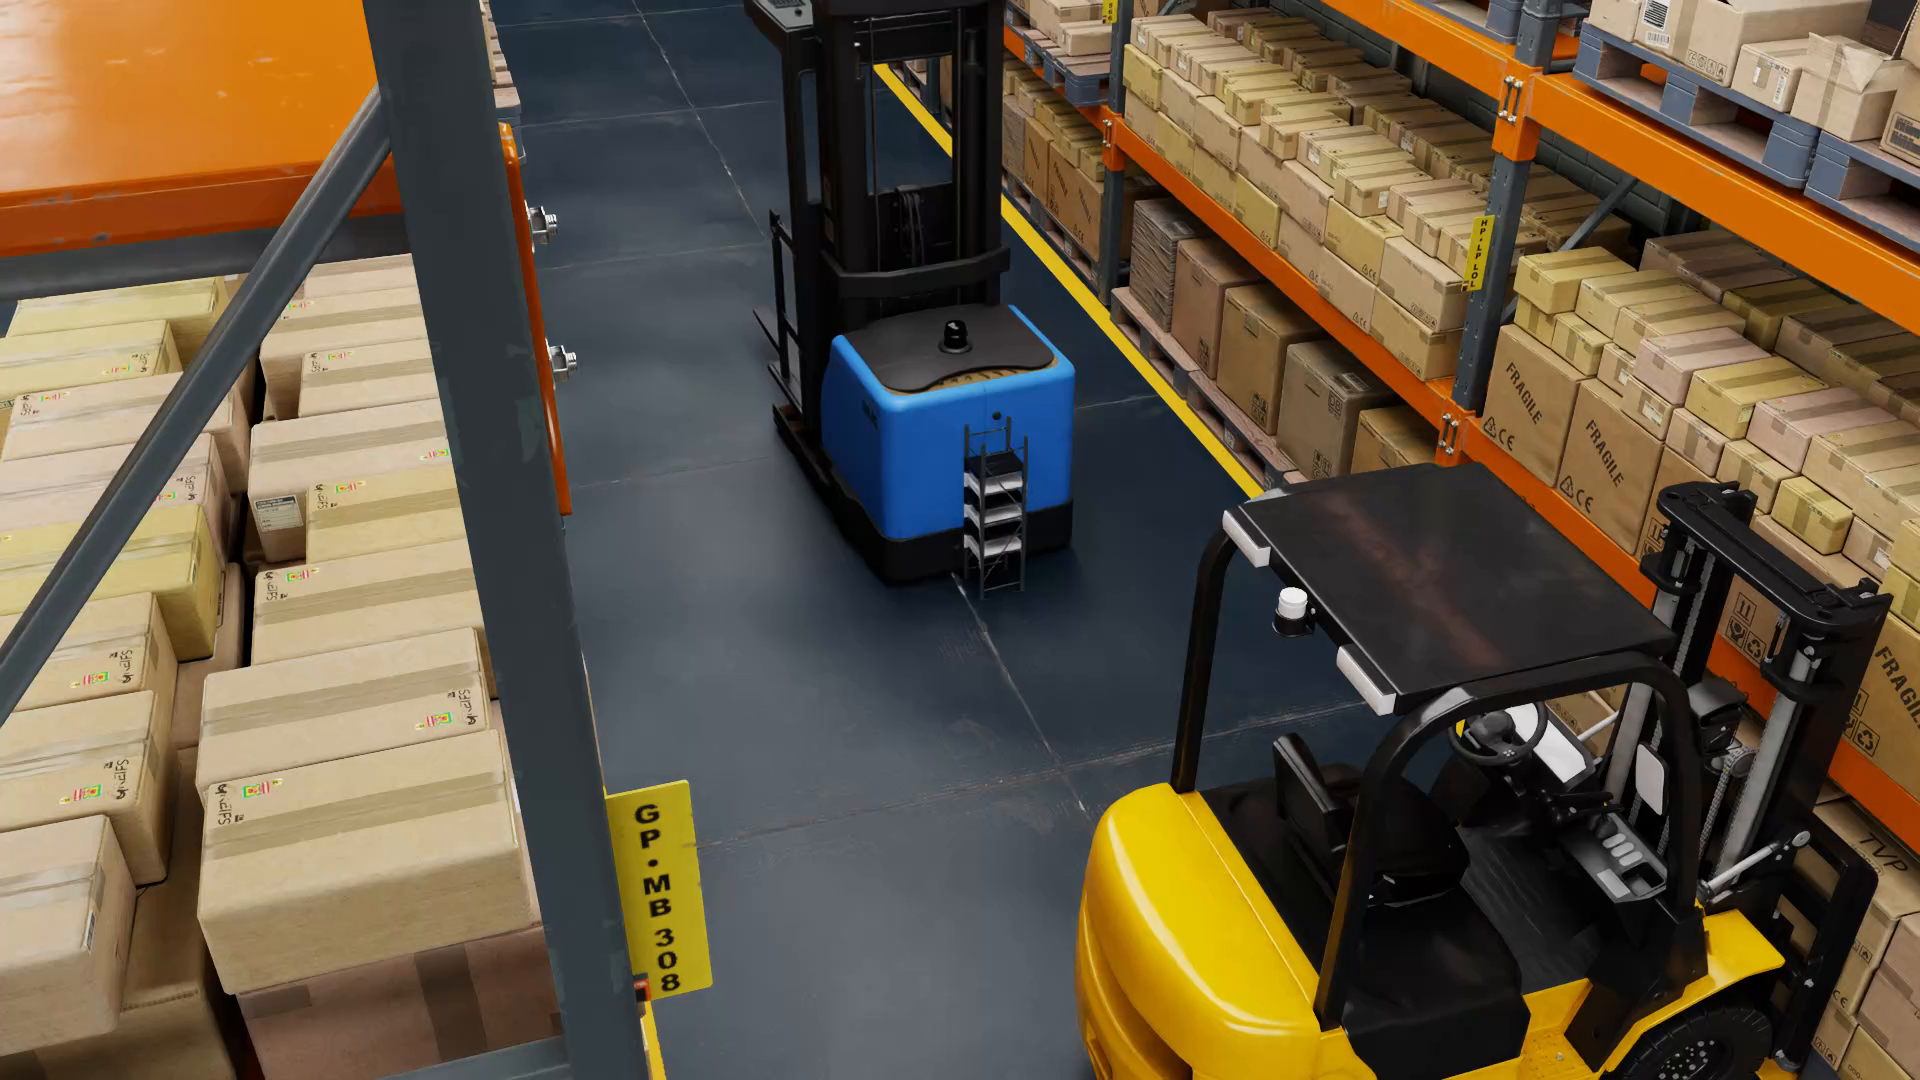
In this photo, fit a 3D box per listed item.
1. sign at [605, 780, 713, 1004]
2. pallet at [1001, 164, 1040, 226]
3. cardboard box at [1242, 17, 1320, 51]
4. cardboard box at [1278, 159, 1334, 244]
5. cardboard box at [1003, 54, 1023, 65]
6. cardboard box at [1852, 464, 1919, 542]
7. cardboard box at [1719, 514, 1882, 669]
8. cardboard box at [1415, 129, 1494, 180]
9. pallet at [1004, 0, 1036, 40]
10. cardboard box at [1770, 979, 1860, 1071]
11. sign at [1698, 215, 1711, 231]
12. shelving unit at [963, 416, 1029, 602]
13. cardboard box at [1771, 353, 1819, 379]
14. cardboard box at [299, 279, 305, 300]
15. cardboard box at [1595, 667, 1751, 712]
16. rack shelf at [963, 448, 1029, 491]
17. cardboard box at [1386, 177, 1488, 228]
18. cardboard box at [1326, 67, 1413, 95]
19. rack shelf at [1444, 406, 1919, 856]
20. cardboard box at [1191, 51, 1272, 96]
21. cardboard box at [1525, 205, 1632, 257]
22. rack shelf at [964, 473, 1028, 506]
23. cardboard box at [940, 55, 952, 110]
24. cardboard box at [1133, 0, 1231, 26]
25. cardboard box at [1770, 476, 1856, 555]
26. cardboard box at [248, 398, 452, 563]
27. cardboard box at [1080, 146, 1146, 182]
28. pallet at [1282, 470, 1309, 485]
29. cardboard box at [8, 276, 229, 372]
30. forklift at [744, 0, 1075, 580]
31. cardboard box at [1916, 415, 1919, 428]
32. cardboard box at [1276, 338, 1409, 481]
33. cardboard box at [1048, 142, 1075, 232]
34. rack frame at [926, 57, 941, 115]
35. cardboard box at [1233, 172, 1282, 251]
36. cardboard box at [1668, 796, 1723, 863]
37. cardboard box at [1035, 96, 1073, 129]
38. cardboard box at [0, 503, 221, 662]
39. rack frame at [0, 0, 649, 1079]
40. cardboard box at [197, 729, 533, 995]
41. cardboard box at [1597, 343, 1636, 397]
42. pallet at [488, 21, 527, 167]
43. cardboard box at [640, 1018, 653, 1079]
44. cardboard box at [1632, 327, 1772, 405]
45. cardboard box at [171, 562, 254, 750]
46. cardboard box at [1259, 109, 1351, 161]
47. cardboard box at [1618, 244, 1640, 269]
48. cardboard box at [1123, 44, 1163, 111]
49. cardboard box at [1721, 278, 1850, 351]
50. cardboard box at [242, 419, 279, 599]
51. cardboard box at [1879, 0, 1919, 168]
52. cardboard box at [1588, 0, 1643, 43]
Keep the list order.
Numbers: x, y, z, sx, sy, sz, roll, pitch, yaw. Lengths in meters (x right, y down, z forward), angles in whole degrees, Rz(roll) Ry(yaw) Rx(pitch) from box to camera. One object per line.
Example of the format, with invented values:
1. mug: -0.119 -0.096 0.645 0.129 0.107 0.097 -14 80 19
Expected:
1. sign: -0.345 0.408 1.899 0.100 0.325 0.005 -10 35 -15
2. pallet: 0.863 -2.796 12.790 1.003 0.211 1.213 -10 35 -15
3. cardboard box: 1.902 -2.979 9.858 0.380 0.149 0.250 -9 35 -13
4. cardboard box: 1.936 -1.721 8.316 0.500 0.250 0.500 -9 35 -14
5. cardboard box: 0.444 -3.648 12.847 0.380 0.149 0.250 -10 35 -15
6. cardboard box: 3.080 -0.115 5.254 0.380 0.149 0.250 -10 35 -14
7. cardboard box: 2.994 0.217 5.610 0.500 0.500 0.500 -10 35 -14
8. cardboard box: 2.484 -1.901 8.227 0.380 0.149 0.250 -10 35 -15
9. pallet: 0.826 -3.862 12.048 1.003 0.211 1.213 -10 35 -15
10. cardboard box: 3.133 1.530 5.827 0.500 0.250 0.500 -10 35 -14
11. sign: 3.172 -1.310 7.155 0.100 0.325 0.005 -10 35 -15
12. shelving unit: 0.172 -0.146 8.155 0.258 0.900 0.210 -13 35 -18
13. cardboard box: 3.284 -0.613 6.278 0.380 0.149 0.250 -10 35 -14
14. cardboard box: -1.318 -0.665 3.819 0.380 0.149 0.250 -10 35 -14
15. cardboard box: 2.802 0.569 6.374 0.500 0.250 0.500 -9 34 -13
16. rack shelf: 0.172 -0.344 8.025 0.258 0.077 0.200 -13 35 -18
17. cardboard box: 2.208 -1.546 7.690 0.380 0.149 0.250 -10 35 -15
18. cardboard box: 2.225 -2.448 9.055 0.380 0.149 0.250 -11 35 -16
19. rack shelf: 3.254 0.528 5.882 1.077 0.370 4.000 -10 35 -15
20. cardboard box: 1.518 -2.612 9.302 0.380 0.149 0.250 -10 35 -14
21. cardboard box: 2.741 -1.355 7.400 0.380 0.149 0.250 -11 35 -16
22. rack shelf: 0.172 -0.269 8.075 0.258 0.077 0.200 -13 35 -18
23. cardboard box: 0.137 -3.862 13.761 0.500 0.500 0.500 -9 34 -13
24. cardboard box: 1.415 -3.435 10.756 0.500 0.500 0.500 -8 34 -12
25. cardboard box: 2.943 -0.107 5.513 0.380 0.149 0.250 -11 35 -16
26. cardboard box: -1.058 -0.115 2.986 0.380 0.149 0.250 -10 35 -15
27. cardboard box: 1.032 -2.542 11.173 0.380 0.149 0.250 -12 35 -17
28. pallet: 2.382 -0.039 8.617 1.003 0.211 1.213 -10 35 -15
29. cardboard box: -1.744 -0.442 3.482 0.380 0.149 0.250 -9 35 -14
30. forklift: -0.440 -1.824 8.852 1.130 2.935 3.031 -13 35 -18
31. cardboard box: 3.436 -0.325 5.573 0.380 0.149 0.250 -9 35 -13
32. cardboard box: 2.245 -0.687 8.842 0.875 0.625 0.625 -10 35 -15
33. cardboard box: 0.947 -2.505 11.706 0.500 0.500 0.500 -11 35 -15
34. rack frame: 0.203 -5.022 13.629 1.000 3.000 0.127 -10 35 -15
35. cardboard box: 1.795 -1.778 8.857 0.500 0.250 0.500 -9 34 -13
36. cardboard box: 2.948 1.043 6.111 0.500 0.250 0.500 -10 35 -15
37. cardboard box: 0.767 -3.102 12.022 0.380 0.149 0.250 -11 35 -15
38. cardboard box: -1.412 0.093 2.672 0.380 0.149 0.250 -10 35 -14
39. rack frame: -0.859 -0.388 1.175 0.949 2.616 0.053 -10 35 -15
40. cardboard box: -0.776 0.415 2.185 0.380 0.149 0.250 -10 35 -15
41. cardboard box: 2.677 -0.655 6.341 0.380 0.149 0.250 -10 35 -15
42. pallet: -2.169 -1.500 5.749 1.213 0.211 1.003 -10 35 -15
43. cardboard box: -0.654 0.740 2.417 0.380 0.149 0.250 -10 35 -15
44. cardboard box: 2.691 -0.634 6.040 0.380 0.149 0.250 -9 35 -14
45. cardboard box: -1.414 0.312 2.702 0.500 0.250 0.500 -10 35 -15
46. cardboard box: 1.755 -2.068 8.480 0.380 0.149 0.250 -11 35 -16
47. cardboard box: 2.733 -1.277 7.645 0.500 0.250 0.500 -11 35 -16
48. cardboard box: 1.303 -2.790 9.933 0.500 0.250 0.500 -10 35 -15
49. cardboard box: 3.159 -0.866 6.391 0.380 0.149 0.250 -10 35 -15
50. cardboard box: -1.087 -0.040 3.235 0.500 0.250 0.500 -9 35 -13
51. cardboard box: 3.138 -1.293 4.699 0.797 0.503 0.637 -9 34 -13
52. cardboard box: 2.491 -1.899 5.938 0.380 0.149 0.250 -9 35 -14
